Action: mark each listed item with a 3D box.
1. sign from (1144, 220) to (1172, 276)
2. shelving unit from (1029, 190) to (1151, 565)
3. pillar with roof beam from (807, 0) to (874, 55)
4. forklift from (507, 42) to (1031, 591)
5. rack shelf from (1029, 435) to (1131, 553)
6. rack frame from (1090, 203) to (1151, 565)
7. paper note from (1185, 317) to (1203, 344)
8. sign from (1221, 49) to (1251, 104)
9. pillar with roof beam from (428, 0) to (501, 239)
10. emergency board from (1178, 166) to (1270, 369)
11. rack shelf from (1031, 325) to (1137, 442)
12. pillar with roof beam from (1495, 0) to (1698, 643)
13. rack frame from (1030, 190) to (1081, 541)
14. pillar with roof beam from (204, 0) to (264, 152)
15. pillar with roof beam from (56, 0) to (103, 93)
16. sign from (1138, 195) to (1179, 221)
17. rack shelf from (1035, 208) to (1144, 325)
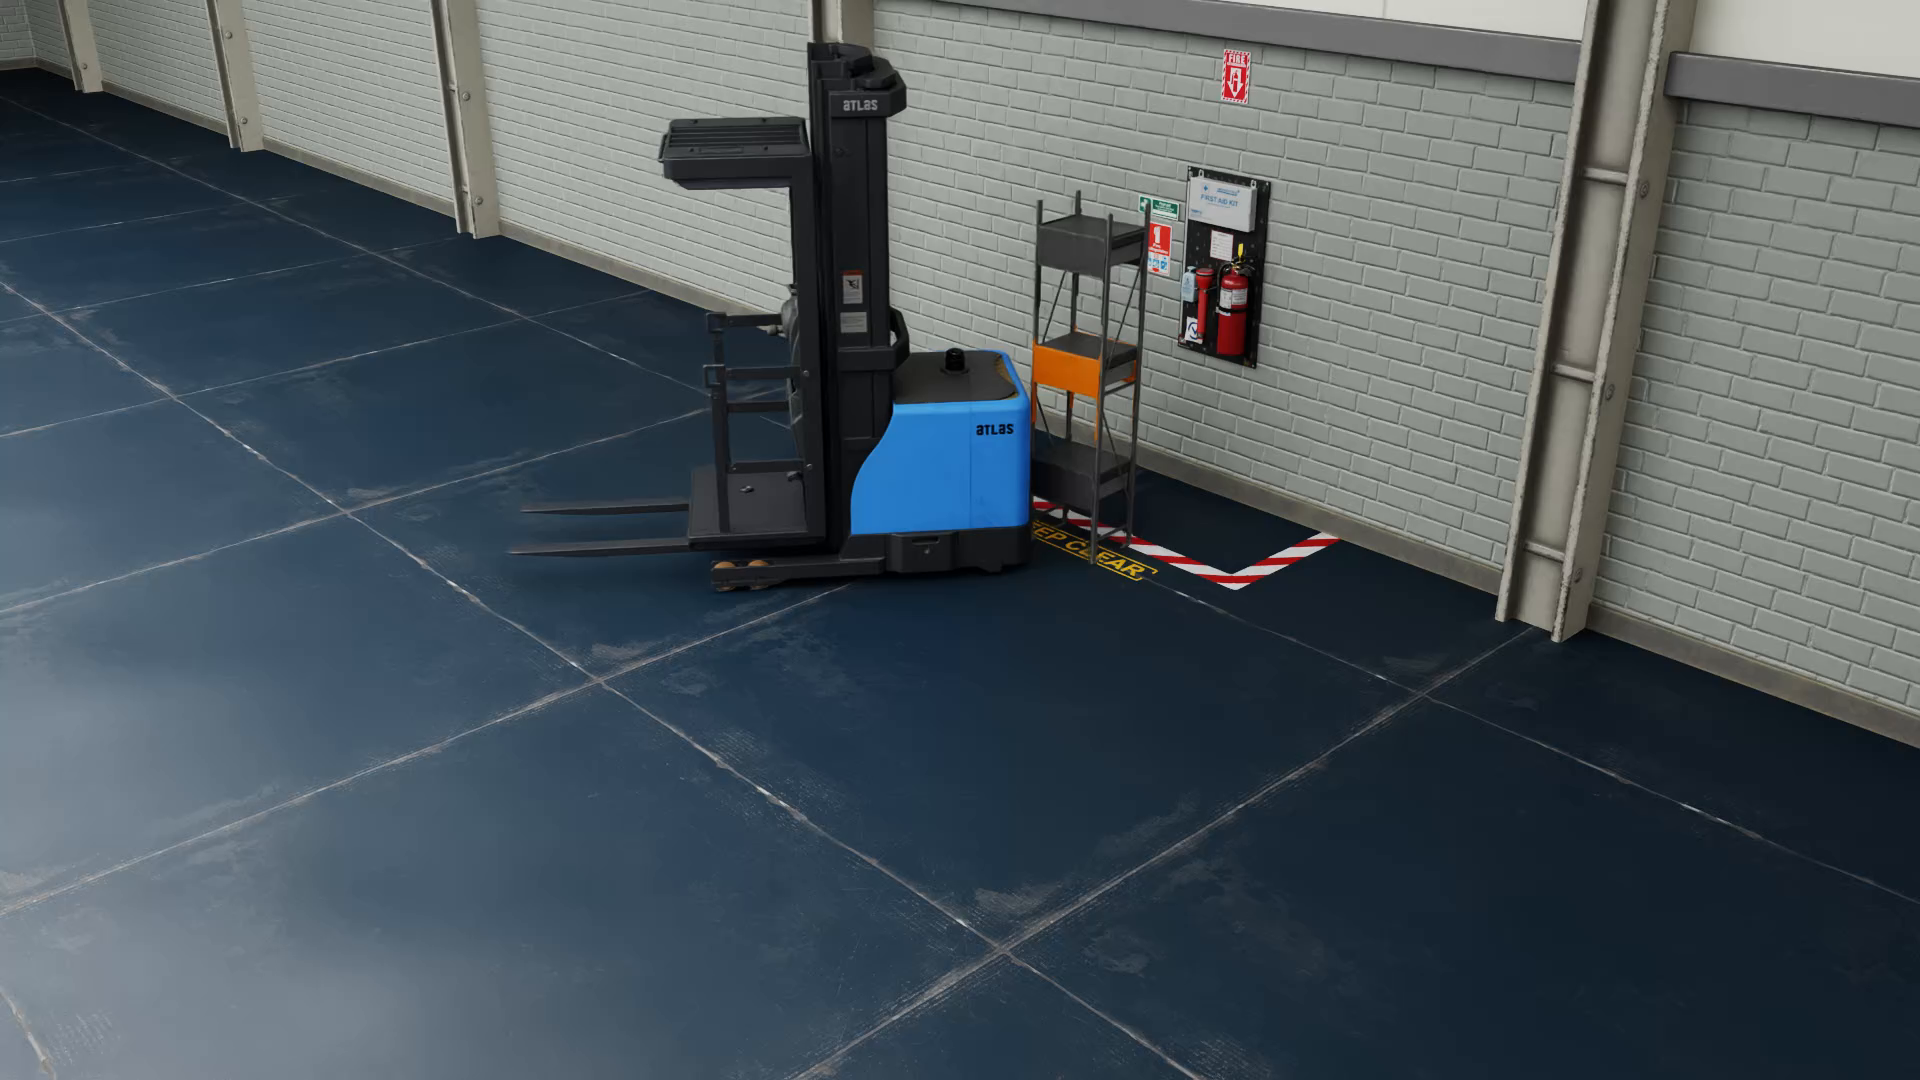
[{"bbox_3d":[1.268,-1.881,10.716,0.001,0.329,0.234,-21,32,-38],"label":"sign"},{"bbox_3d":[0.740,-0.940,9.768,0.503,2.100,0.431,19,30,36],"label":"shelving unit"},{"bbox_3d":[-4.012,-4.234,8.690,9.100,9.000,0.400,-21,32,-38],"label":"pillar with roof beam"},{"bbox_3d":[-1.137,-1.270,9.502,3.031,2.935,1.130,-3,25,-6],"label":"forklift"},{"bbox_3d":[0.730,-0.286,10.055,0.480,0.518,0.431,19,30,36],"label":"rack shelf"},{"bbox_3d":[0.926,-0.874,9.625,0.015,2.100,0.400,19,30,36],"label":"rack frame"},{"bbox_3d":[1.500,-1.340,10.636,0.016,0.148,0.142,-21,32,-38],"label":"paper note"},{"bbox_3d":[1.638,-2.753,9.879,0.001,0.298,0.199,-21,32,-38],"label":"sign"},{"bbox_3d":[-8.113,-6.052,12.675,9.100,9.000,0.400,-21,32,-38],"label":"pillar with roof beam"},{"bbox_3d":[1.571,-1.668,10.292,0.194,1.169,0.643,-21,32,-38],"label":"emergency board"},{"bbox_3d":[0.739,-0.927,9.774,0.480,0.518,0.431,19,30,36],"label":"rack shelf"},{"bbox_3d":[0.089,-2.417,4.705,9.100,9.000,0.400,-21,32,-38],"label":"pillar with roof beam"},{"bbox_3d":[0.553,-1.005,9.912,0.015,2.100,0.400,19,30,36],"label":"rack frame"},{"bbox_3d":[-12.213,-7.870,16.659,9.100,9.000,0.400,-21,32,-38],"label":"pillar with roof beam"},{"bbox_3d":[-16.314,-9.688,20.644,9.100,9.000,0.400,-21,32,-38],"label":"pillar with roof beam"},{"bbox_3d":[1.265,-2.118,10.598,0.001,0.109,0.331,-21,32,-38],"label":"sign"},{"bbox_3d":[0.749,-1.568,9.493,0.480,0.518,0.431,19,30,36],"label":"rack shelf"}]
